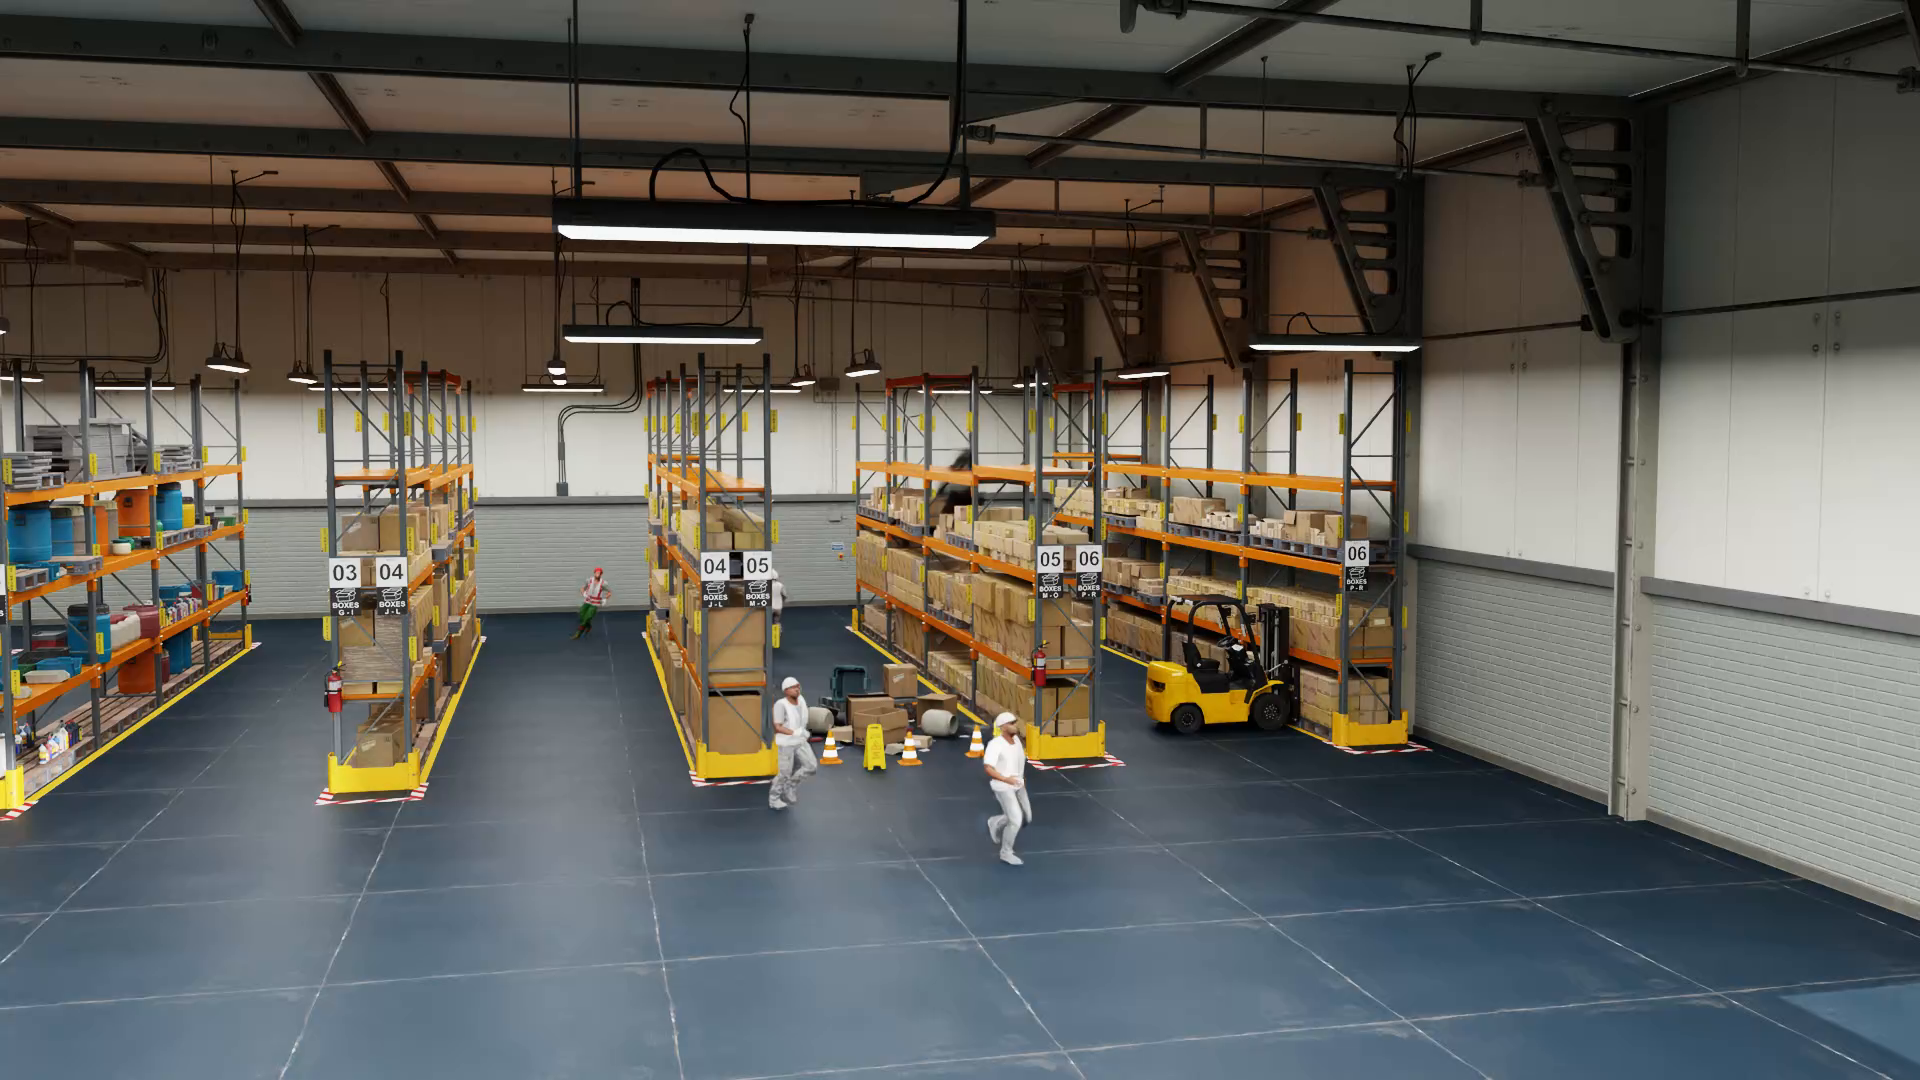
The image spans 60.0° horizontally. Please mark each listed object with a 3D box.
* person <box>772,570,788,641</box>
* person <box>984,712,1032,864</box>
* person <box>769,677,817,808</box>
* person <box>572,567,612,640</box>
[{"bbox_3d":[-4.216,1.536,37.464,0.659,1.731,0.678,-2,4,-21],"label":"person"},{"bbox_3d":[0.528,2.824,19.050,0.612,1.725,0.736,3,5,33],"label":"person"},{"bbox_3d":[-2.134,2.620,21.493,0.766,1.727,0.706,3,5,40],"label":"person"},{"bbox_3d":[-8.567,1.469,38.760,0.788,1.677,0.719,1,4,11],"label":"person"}]
